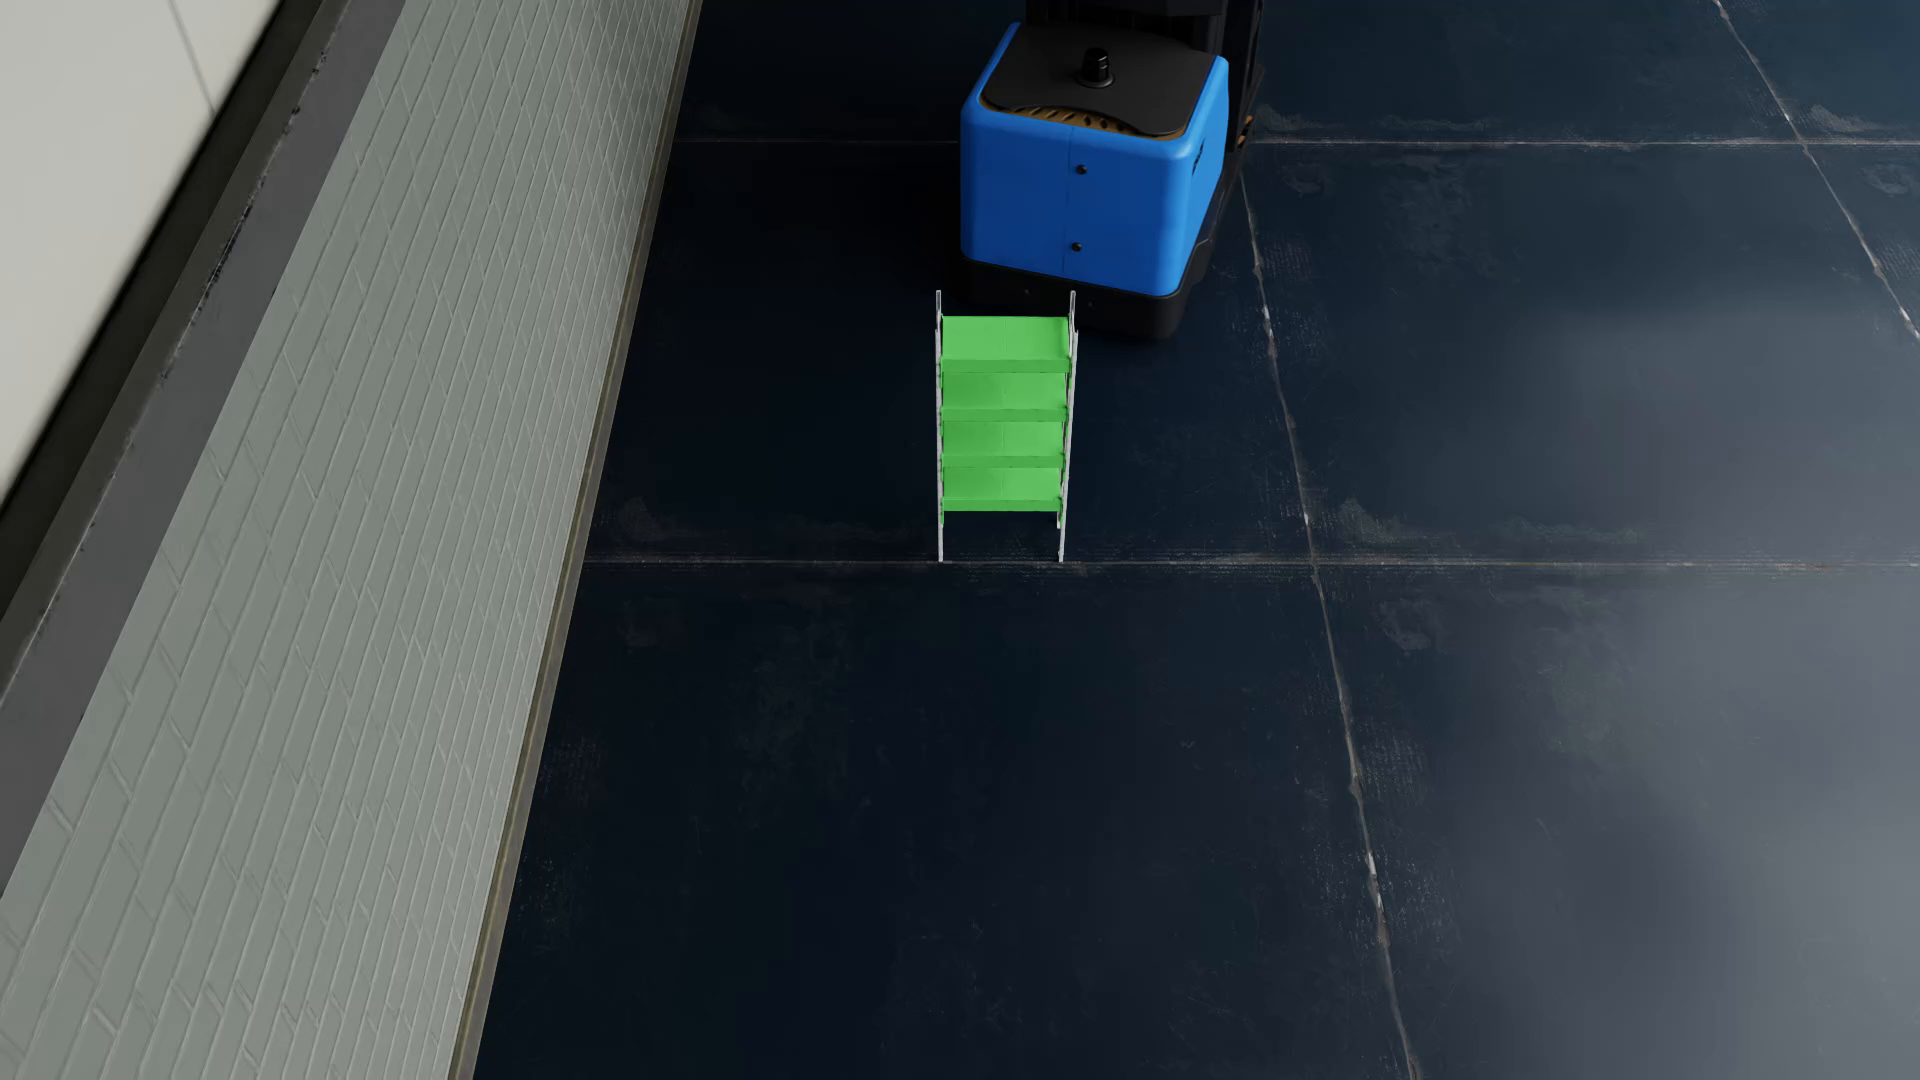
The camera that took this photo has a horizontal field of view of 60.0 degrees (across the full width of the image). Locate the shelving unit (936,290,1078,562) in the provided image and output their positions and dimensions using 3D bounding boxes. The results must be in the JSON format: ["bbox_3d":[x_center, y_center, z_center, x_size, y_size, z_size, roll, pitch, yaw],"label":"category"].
[{"bbox_3d":[0.166,-0.408,6.391,0.503,1.200,0.258,0,47,0],"label":"shelving unit"}]

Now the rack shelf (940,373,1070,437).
[{"bbox_3d":[0.166,-0.528,6.262,0.480,0.148,0.258,0,47,0],"label":"rack shelf"}]

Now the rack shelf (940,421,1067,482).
[{"bbox_3d":[0.166,-0.365,6.438,0.480,0.148,0.258,0,47,0],"label":"rack shelf"}]

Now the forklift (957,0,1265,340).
[{"bbox_3d":[0.926,-3.015,7.634,1.130,2.935,3.031,13,48,12],"label":"forklift"}]

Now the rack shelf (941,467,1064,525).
[{"bbox_3d":[0.166,-0.201,6.614,0.480,0.148,0.258,0,47,0],"label":"rack shelf"}]

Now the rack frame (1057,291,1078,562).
[{"bbox_3d":[0.410,-0.408,6.391,0.015,1.200,0.240,0,47,0],"label":"rack frame"}]

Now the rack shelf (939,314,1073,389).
[{"bbox_3d":[0.166,-0.692,6.087,0.480,0.148,0.258,0,47,0],"label":"rack shelf"}]

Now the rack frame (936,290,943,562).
[{"bbox_3d":[-0.078,-0.409,6.392,0.015,1.200,0.240,0,47,0],"label":"rack frame"}]
